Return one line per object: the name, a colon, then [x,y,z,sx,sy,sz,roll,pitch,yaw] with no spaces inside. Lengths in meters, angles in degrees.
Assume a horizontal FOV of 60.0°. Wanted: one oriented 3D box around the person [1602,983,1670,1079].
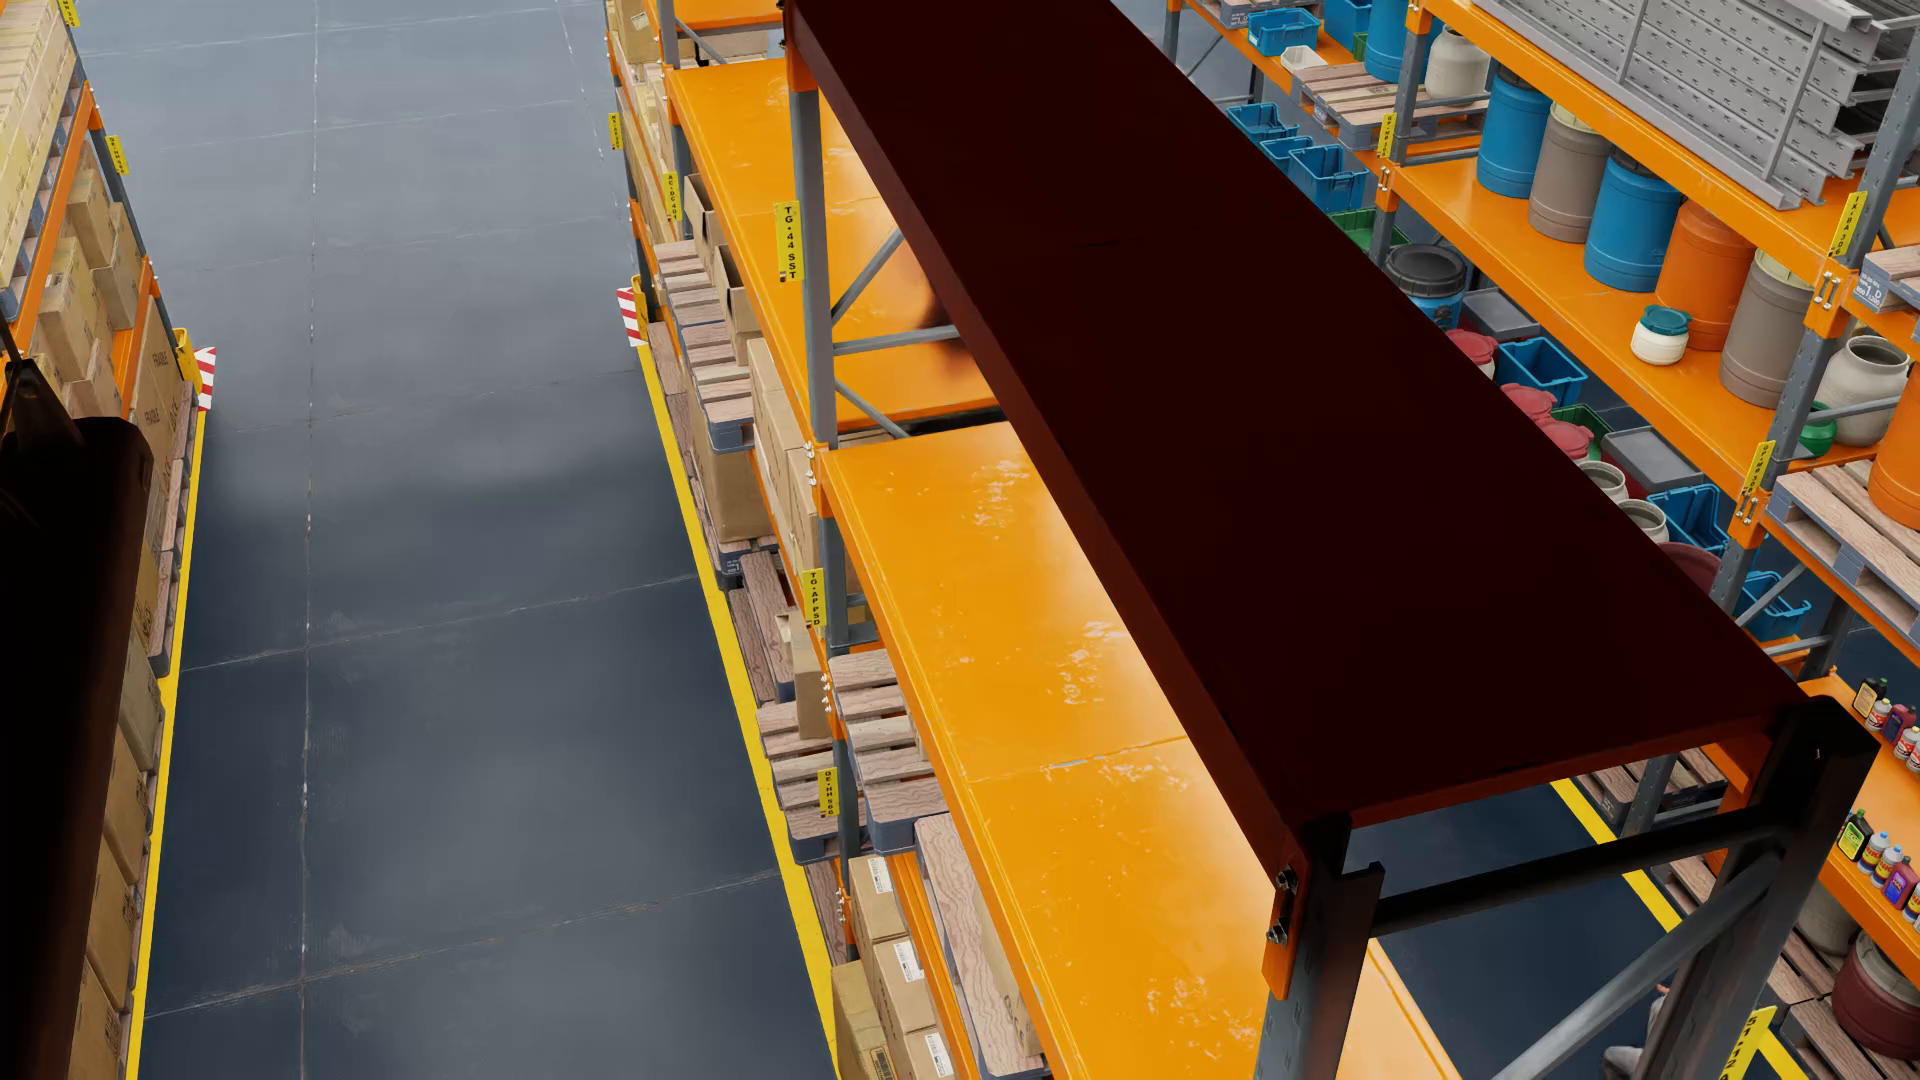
person: [3.456,2.542,7.976,0.486,1.558,0.861,-17,42,-20]
